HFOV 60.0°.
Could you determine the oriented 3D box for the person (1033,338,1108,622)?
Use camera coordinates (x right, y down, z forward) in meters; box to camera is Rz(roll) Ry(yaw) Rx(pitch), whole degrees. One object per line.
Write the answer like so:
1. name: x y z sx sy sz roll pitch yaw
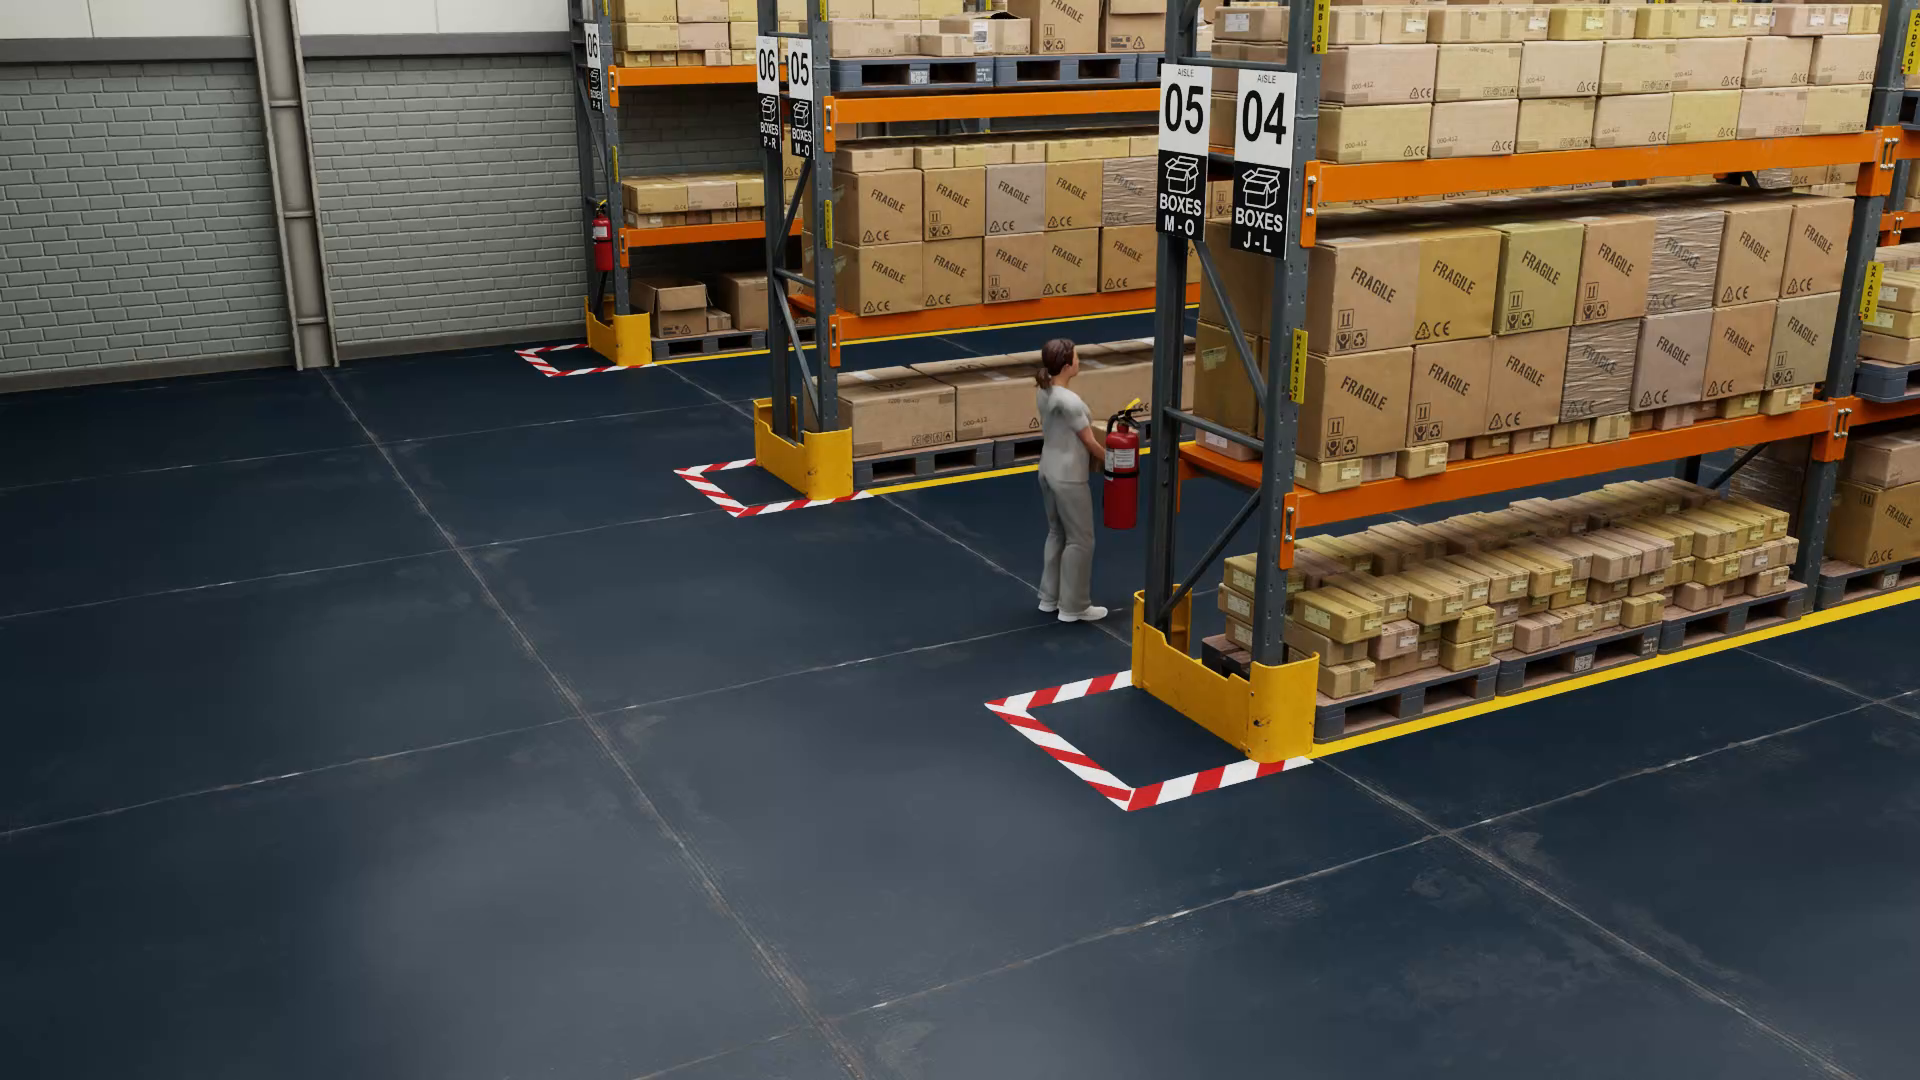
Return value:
1. person: 0.677 -0.353 9.634 0.548 1.667 0.434 -6 20 -18
